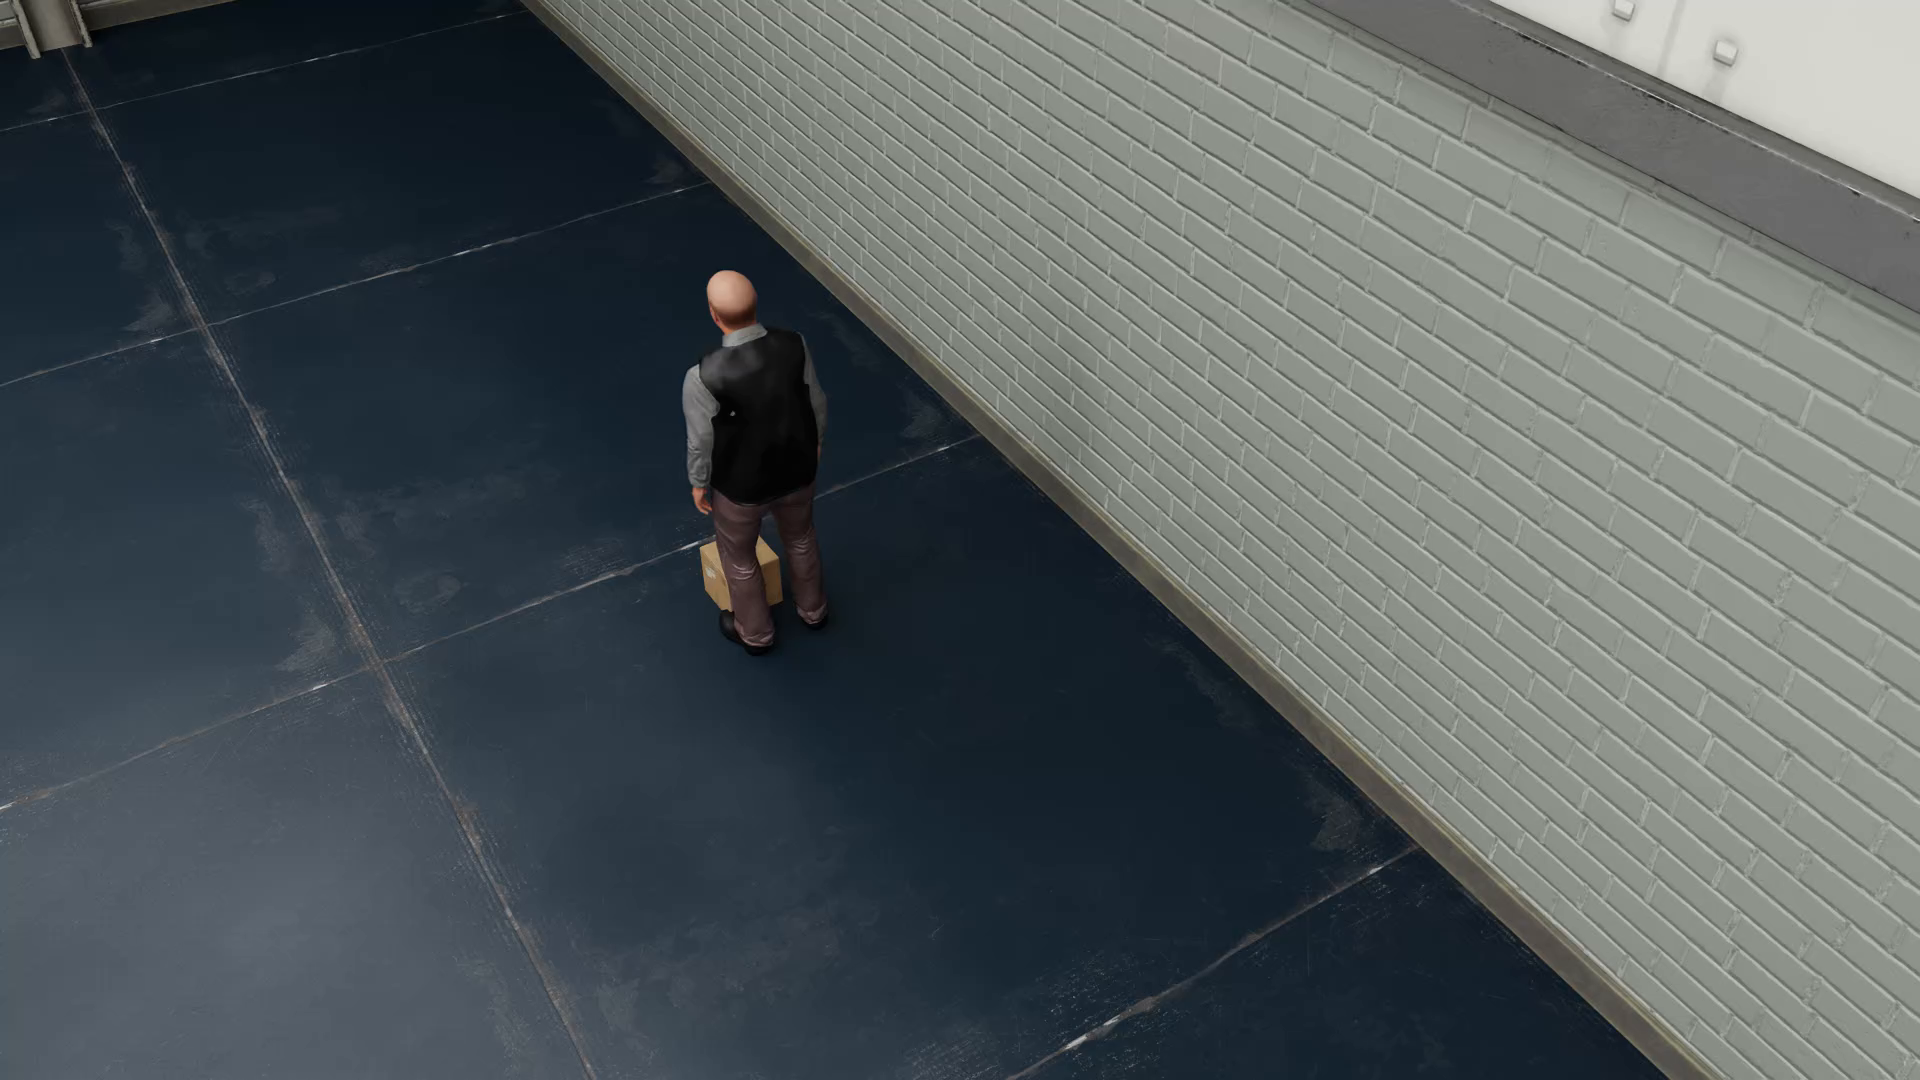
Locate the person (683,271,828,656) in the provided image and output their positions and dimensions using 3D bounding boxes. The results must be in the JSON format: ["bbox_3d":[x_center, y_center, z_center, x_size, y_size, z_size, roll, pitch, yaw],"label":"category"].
[{"bbox_3d":[-0.774,-0.262,6.483,0.580,1.720,0.421,-22,45,-24],"label":"person"}]
